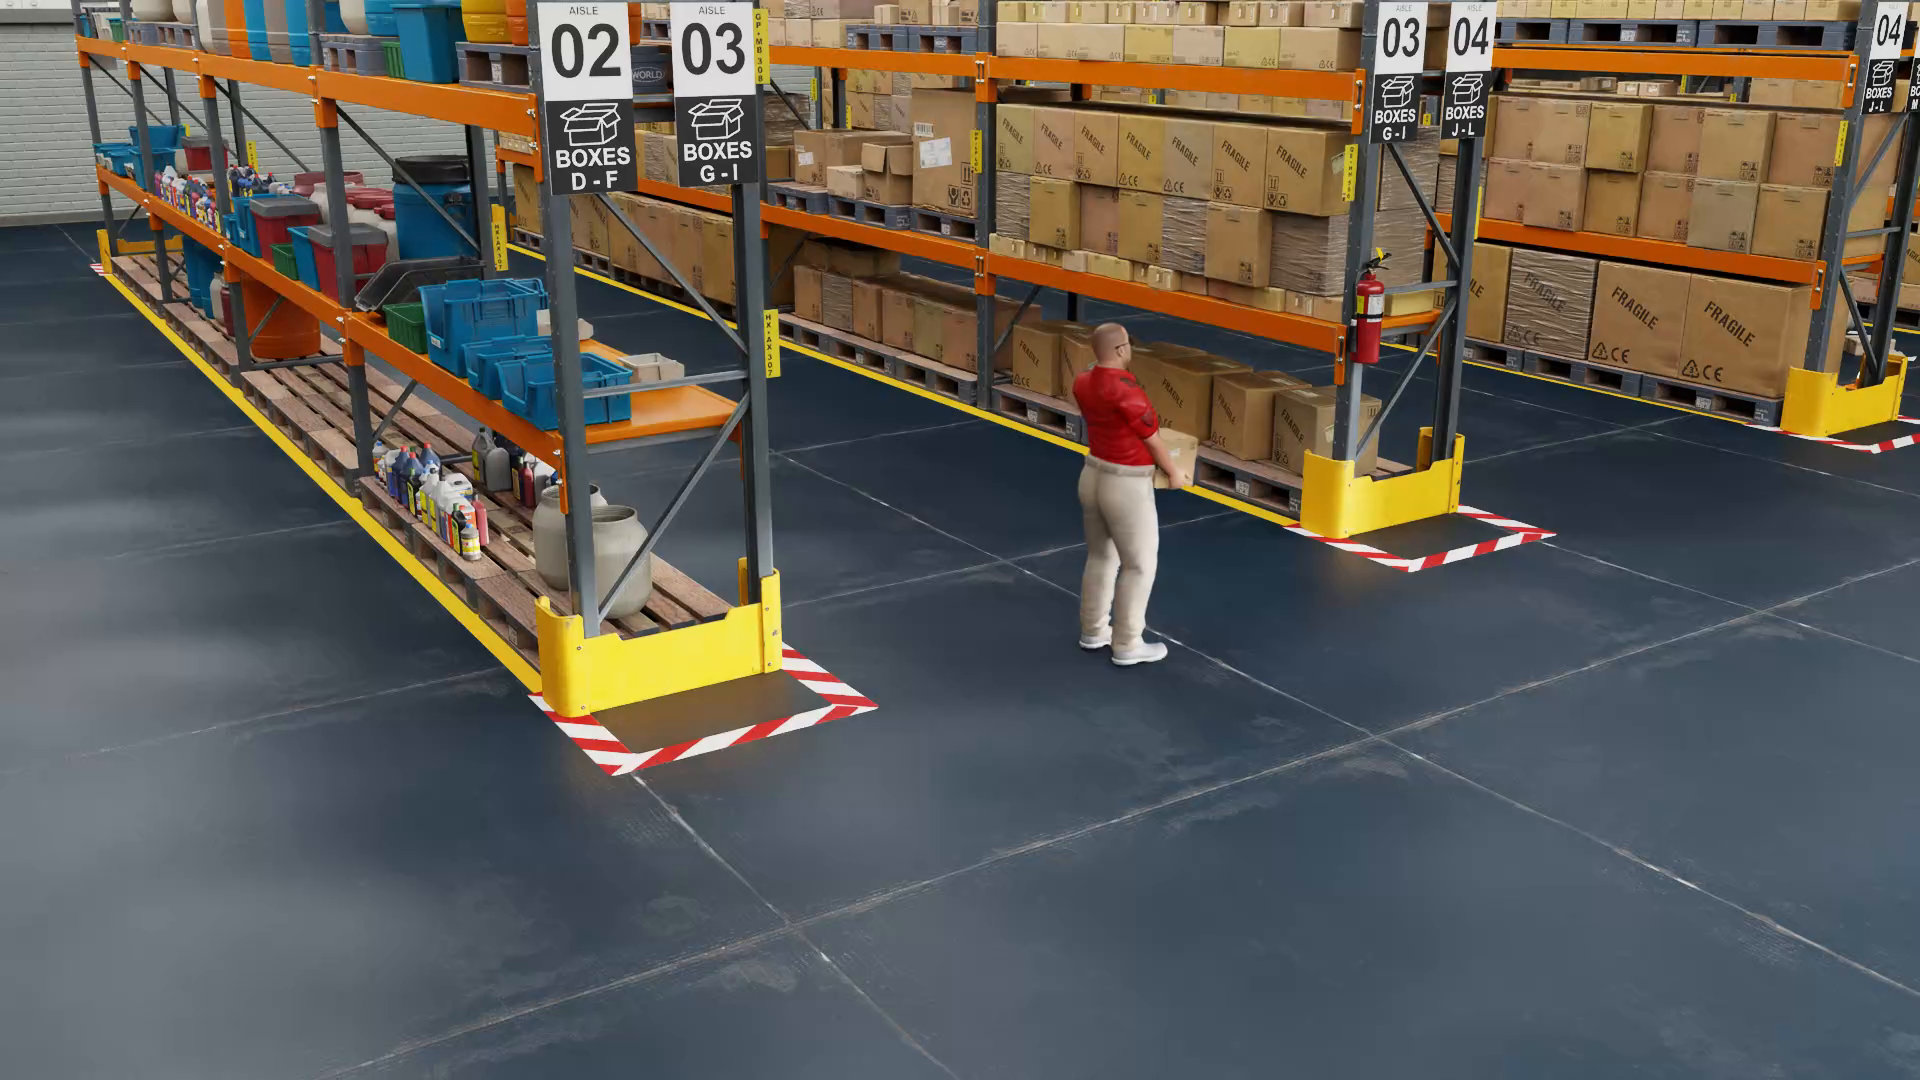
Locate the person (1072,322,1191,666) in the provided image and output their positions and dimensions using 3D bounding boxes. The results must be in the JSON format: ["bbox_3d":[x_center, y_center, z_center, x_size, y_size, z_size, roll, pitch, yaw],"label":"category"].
[{"bbox_3d":[0.861,-0.256,8.378,0.529,1.720,0.499,-12,21,-32],"label":"person"}]
